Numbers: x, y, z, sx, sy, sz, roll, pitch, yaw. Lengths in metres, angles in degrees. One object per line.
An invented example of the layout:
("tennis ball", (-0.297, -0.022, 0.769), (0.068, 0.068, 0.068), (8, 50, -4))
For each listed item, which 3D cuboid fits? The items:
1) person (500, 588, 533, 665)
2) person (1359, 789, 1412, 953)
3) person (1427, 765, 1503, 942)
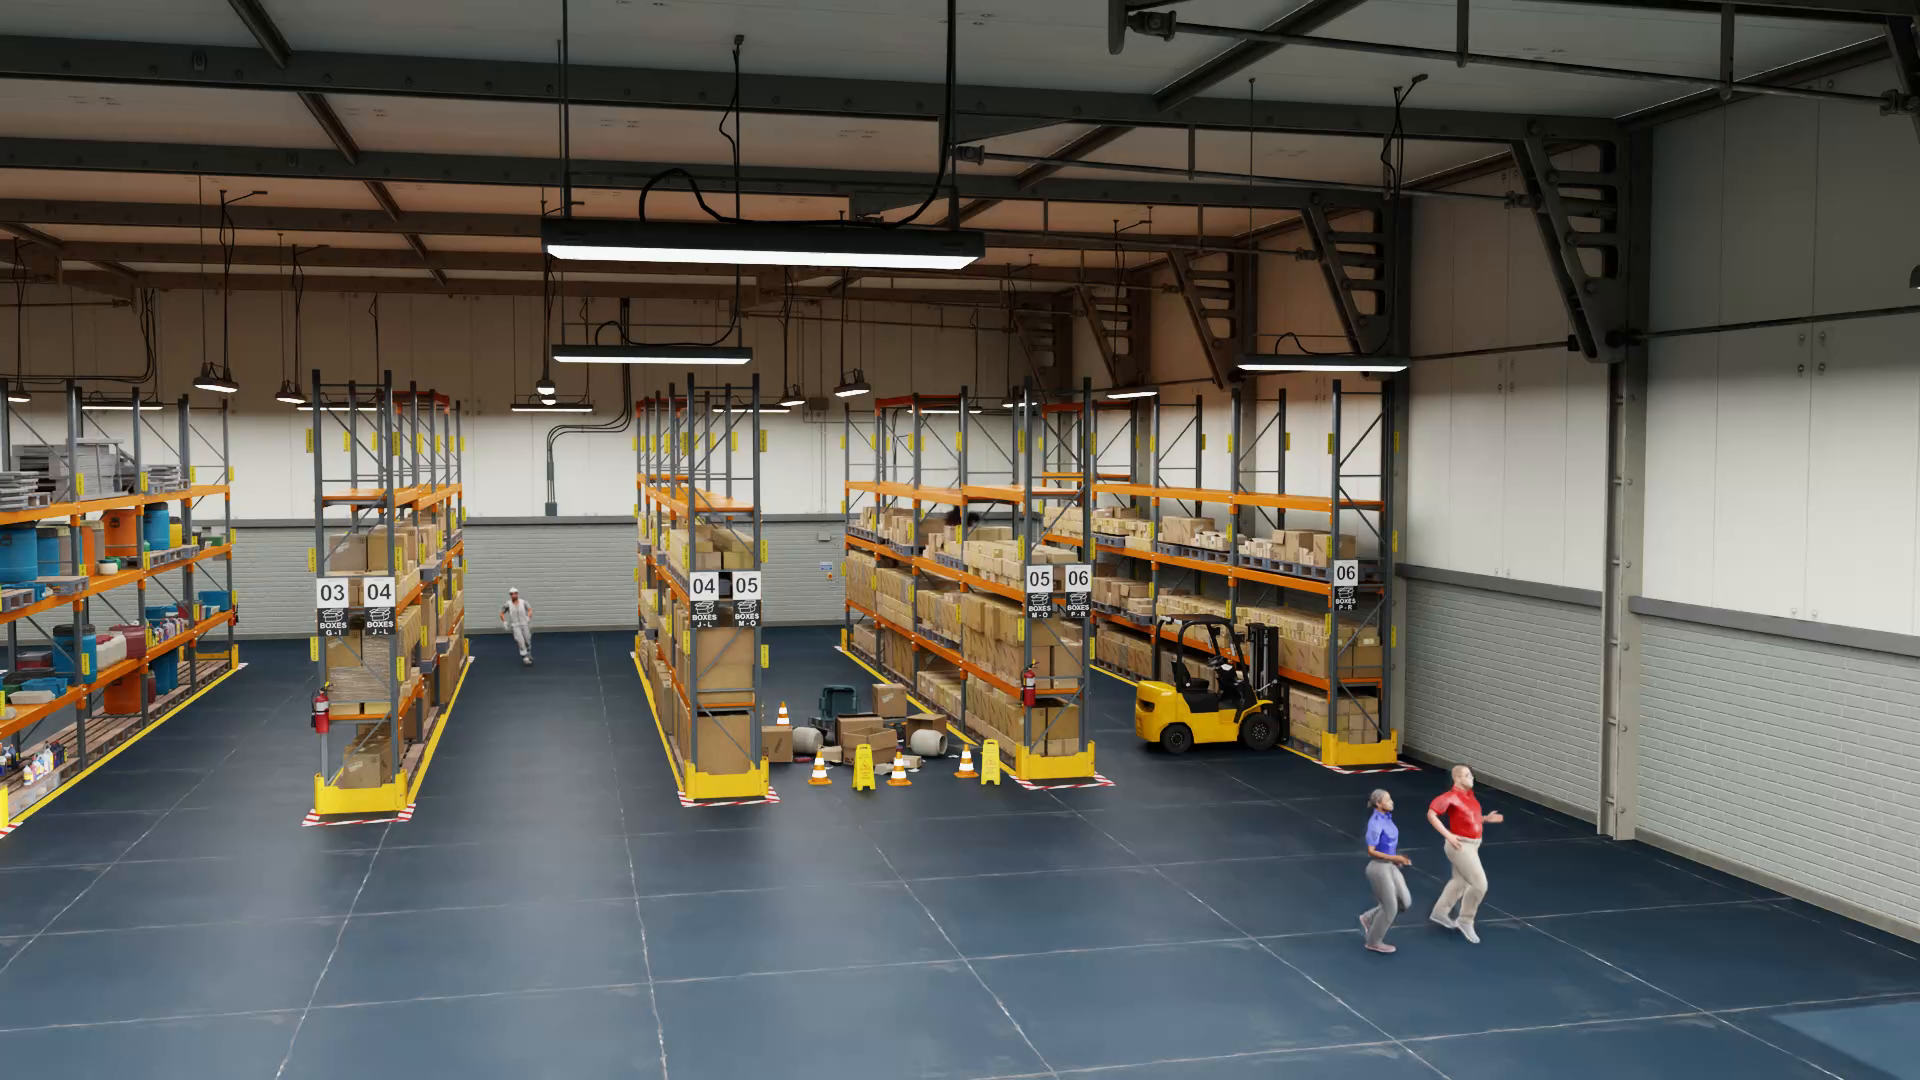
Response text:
("person", (-10.037, 1.956, 37.690), (0.737, 1.756, 0.817), (-1, 4, -22))
("person", (4.203, 3.248, 16.348), (0.547, 1.608, 0.570), (2, 4, 29))
("person", (5.125, 3.180, 16.879), (0.721, 1.790, 0.637), (2, 4, 33))
